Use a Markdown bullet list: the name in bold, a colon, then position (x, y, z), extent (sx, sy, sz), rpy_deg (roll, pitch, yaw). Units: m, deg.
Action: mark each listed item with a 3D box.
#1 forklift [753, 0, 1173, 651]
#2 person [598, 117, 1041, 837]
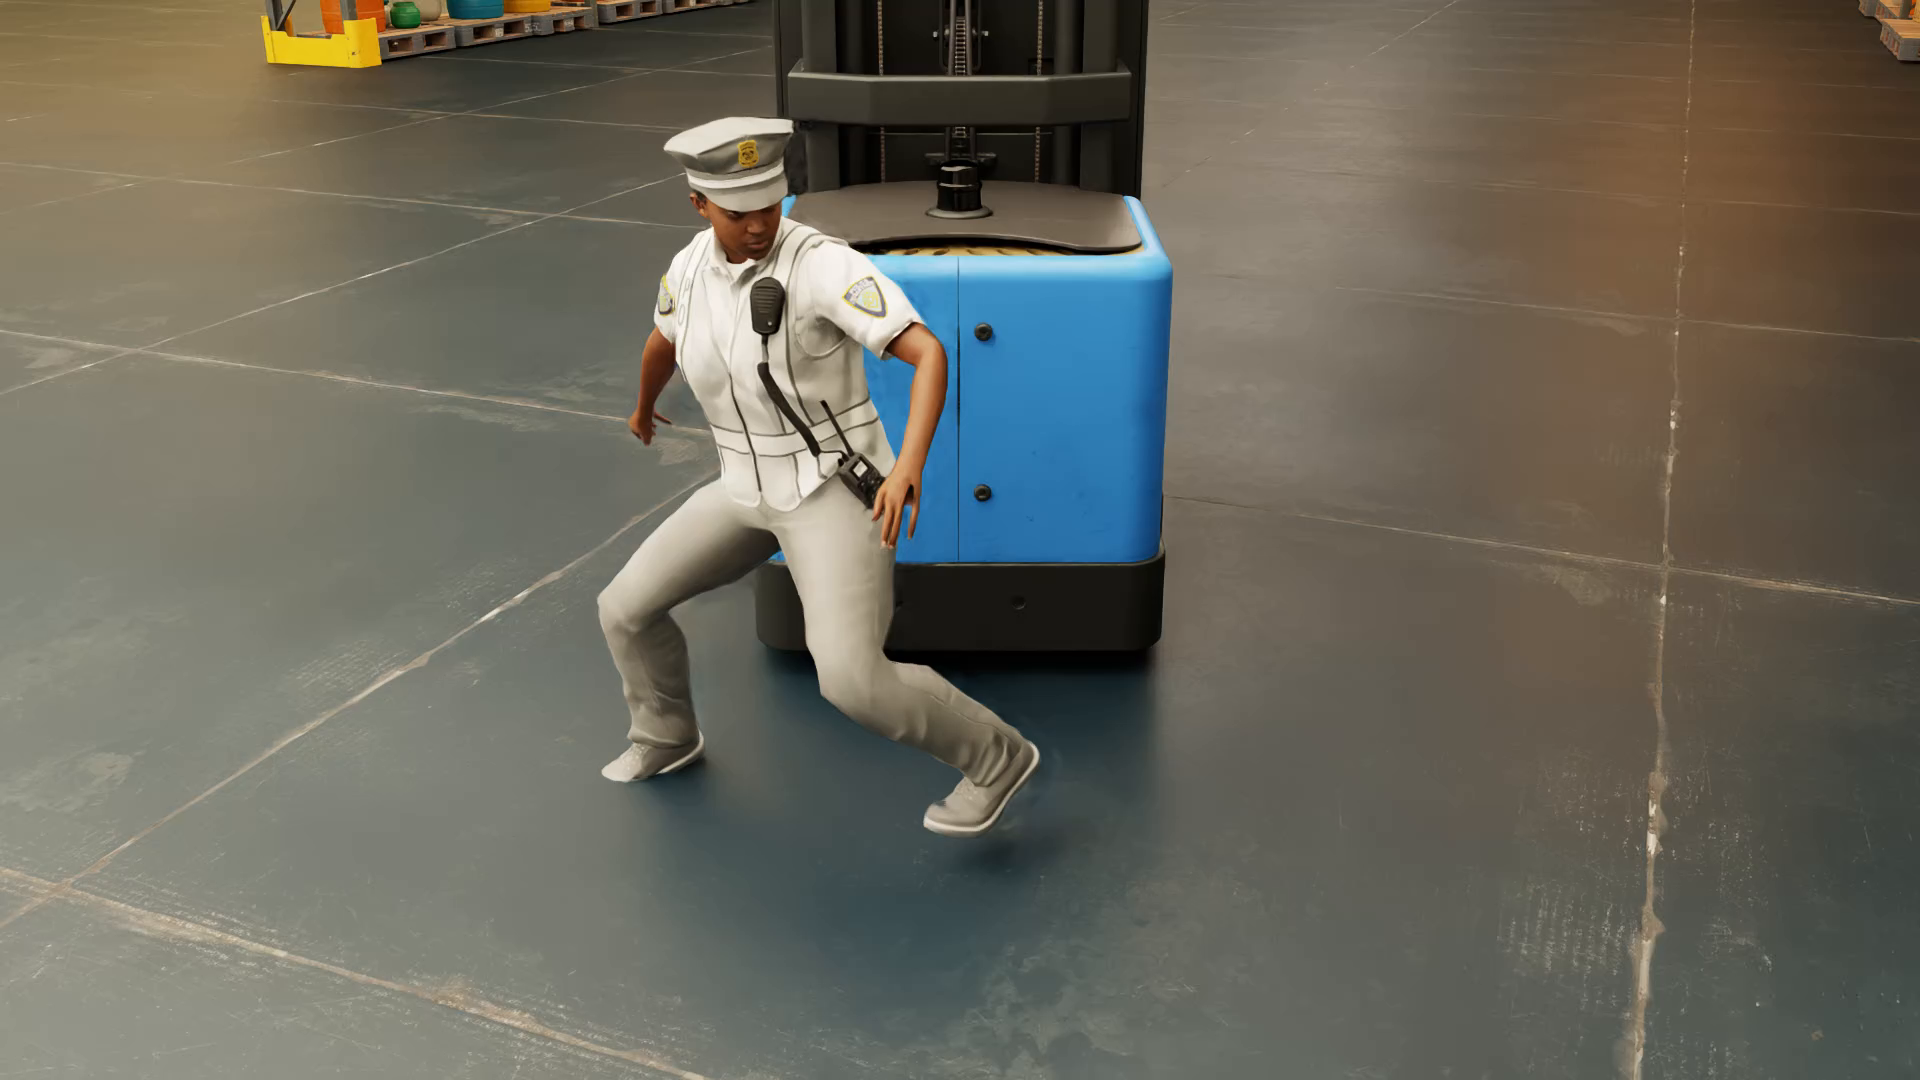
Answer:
- **forklift**: position (0.002, -1.587, 5.089), extent (1.130, 2.935, 3.031), rpy_deg (0, 23, 0)
- **person**: position (-0.400, -0.091, 3.452), extent (1.110, 1.563, 0.502), rpy_deg (18, 29, 36)
